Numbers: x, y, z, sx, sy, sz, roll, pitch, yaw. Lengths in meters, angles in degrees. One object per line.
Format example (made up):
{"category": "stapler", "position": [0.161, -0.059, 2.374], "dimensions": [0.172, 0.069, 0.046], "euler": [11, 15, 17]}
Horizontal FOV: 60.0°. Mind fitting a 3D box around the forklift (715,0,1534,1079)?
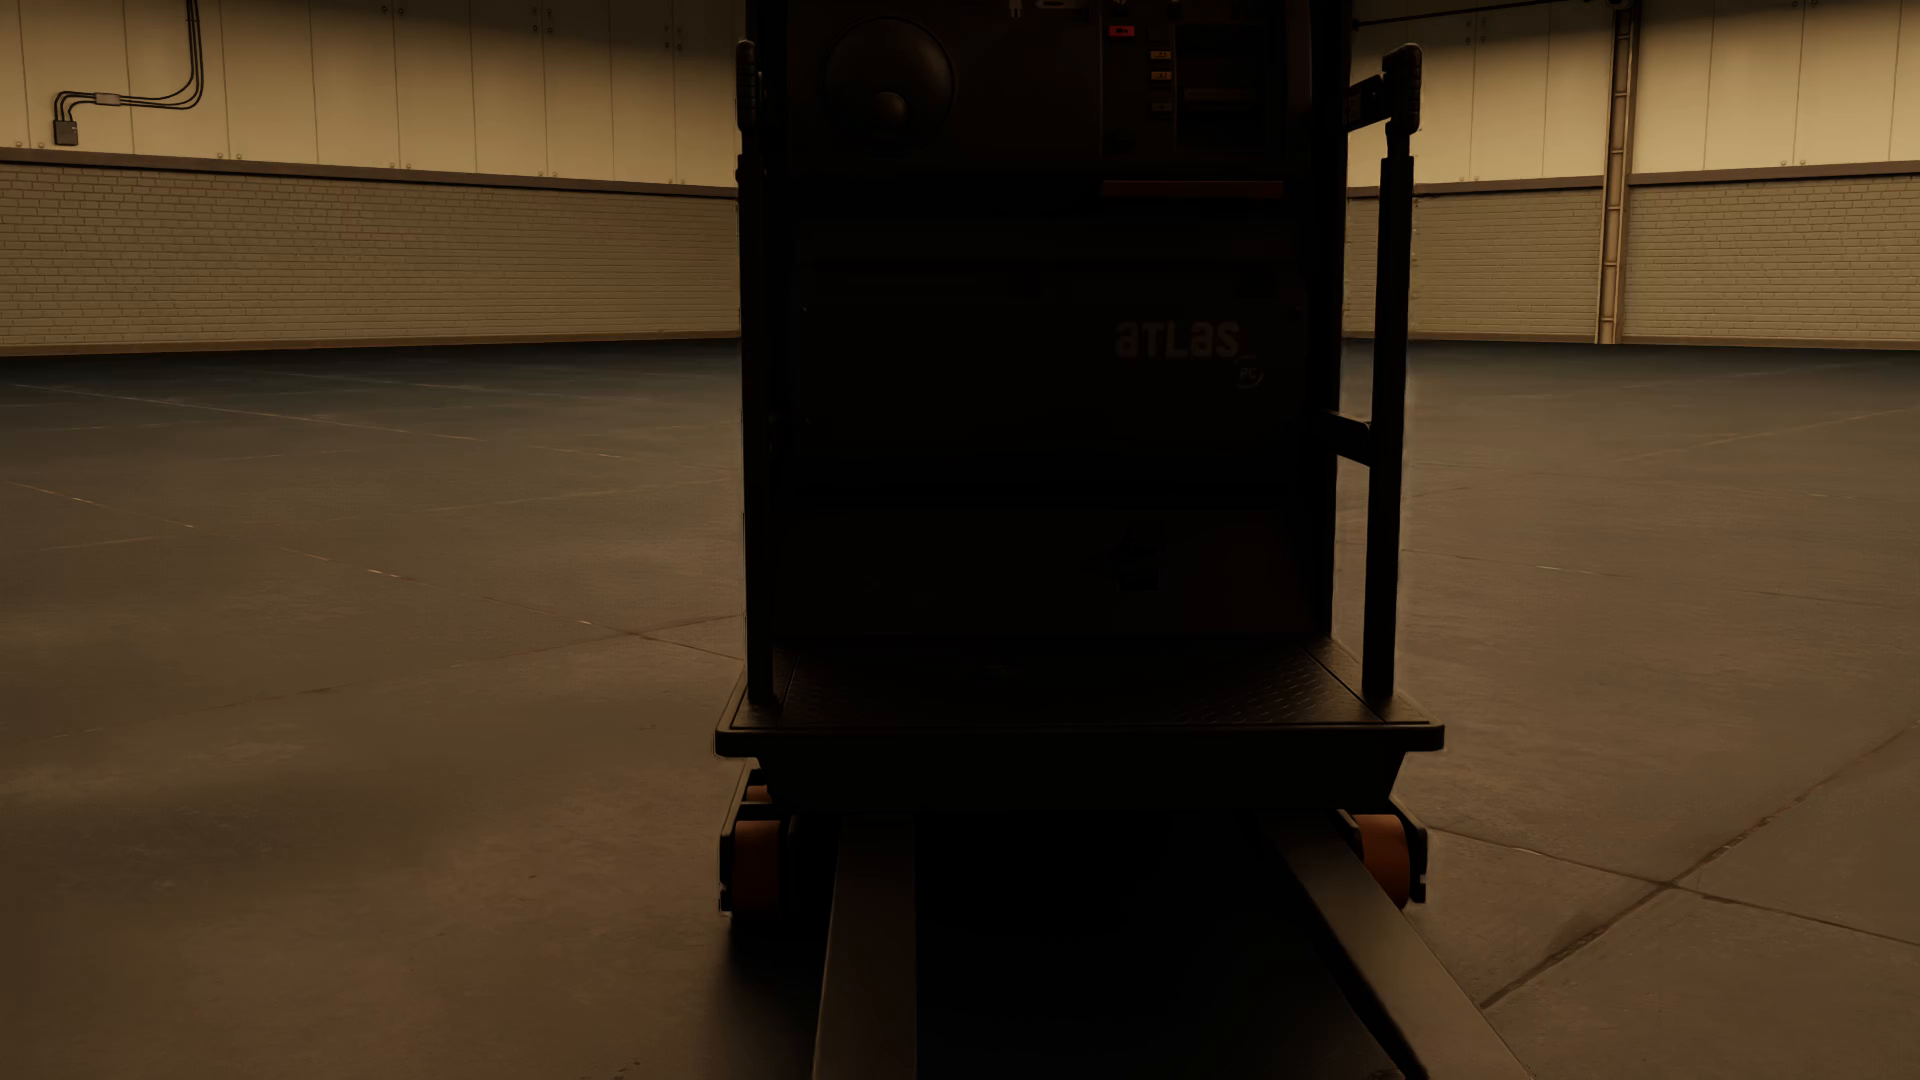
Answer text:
{"category": "forklift", "position": [0.168, -0.886, 2.757], "dimensions": [1.130, 2.935, 3.031], "euler": [0, 9, -2]}
